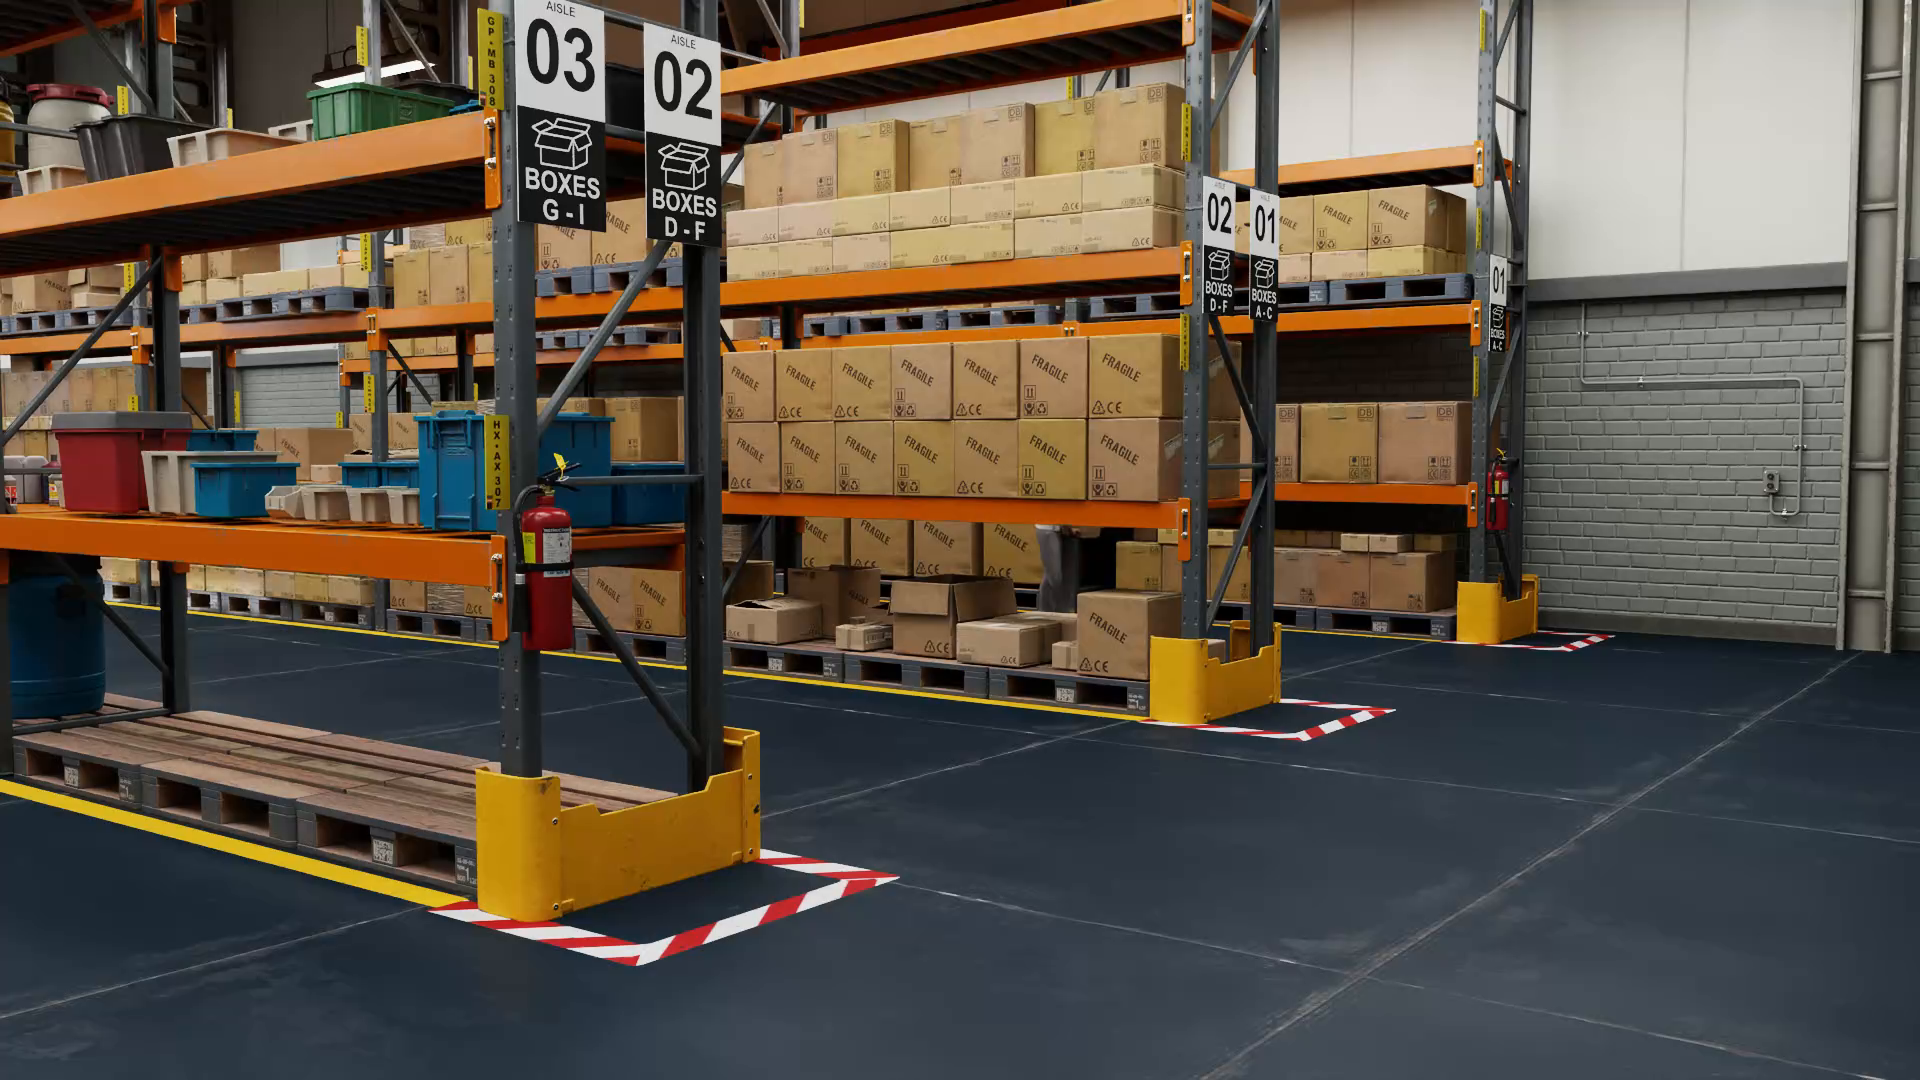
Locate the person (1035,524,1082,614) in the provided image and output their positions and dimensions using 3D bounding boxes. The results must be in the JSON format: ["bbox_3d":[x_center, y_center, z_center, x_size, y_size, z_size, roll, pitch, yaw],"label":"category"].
[{"bbox_3d":[0.954,-0.062,15.066,0.526,1.690,0.416,2,4,35],"label":"person"}]
